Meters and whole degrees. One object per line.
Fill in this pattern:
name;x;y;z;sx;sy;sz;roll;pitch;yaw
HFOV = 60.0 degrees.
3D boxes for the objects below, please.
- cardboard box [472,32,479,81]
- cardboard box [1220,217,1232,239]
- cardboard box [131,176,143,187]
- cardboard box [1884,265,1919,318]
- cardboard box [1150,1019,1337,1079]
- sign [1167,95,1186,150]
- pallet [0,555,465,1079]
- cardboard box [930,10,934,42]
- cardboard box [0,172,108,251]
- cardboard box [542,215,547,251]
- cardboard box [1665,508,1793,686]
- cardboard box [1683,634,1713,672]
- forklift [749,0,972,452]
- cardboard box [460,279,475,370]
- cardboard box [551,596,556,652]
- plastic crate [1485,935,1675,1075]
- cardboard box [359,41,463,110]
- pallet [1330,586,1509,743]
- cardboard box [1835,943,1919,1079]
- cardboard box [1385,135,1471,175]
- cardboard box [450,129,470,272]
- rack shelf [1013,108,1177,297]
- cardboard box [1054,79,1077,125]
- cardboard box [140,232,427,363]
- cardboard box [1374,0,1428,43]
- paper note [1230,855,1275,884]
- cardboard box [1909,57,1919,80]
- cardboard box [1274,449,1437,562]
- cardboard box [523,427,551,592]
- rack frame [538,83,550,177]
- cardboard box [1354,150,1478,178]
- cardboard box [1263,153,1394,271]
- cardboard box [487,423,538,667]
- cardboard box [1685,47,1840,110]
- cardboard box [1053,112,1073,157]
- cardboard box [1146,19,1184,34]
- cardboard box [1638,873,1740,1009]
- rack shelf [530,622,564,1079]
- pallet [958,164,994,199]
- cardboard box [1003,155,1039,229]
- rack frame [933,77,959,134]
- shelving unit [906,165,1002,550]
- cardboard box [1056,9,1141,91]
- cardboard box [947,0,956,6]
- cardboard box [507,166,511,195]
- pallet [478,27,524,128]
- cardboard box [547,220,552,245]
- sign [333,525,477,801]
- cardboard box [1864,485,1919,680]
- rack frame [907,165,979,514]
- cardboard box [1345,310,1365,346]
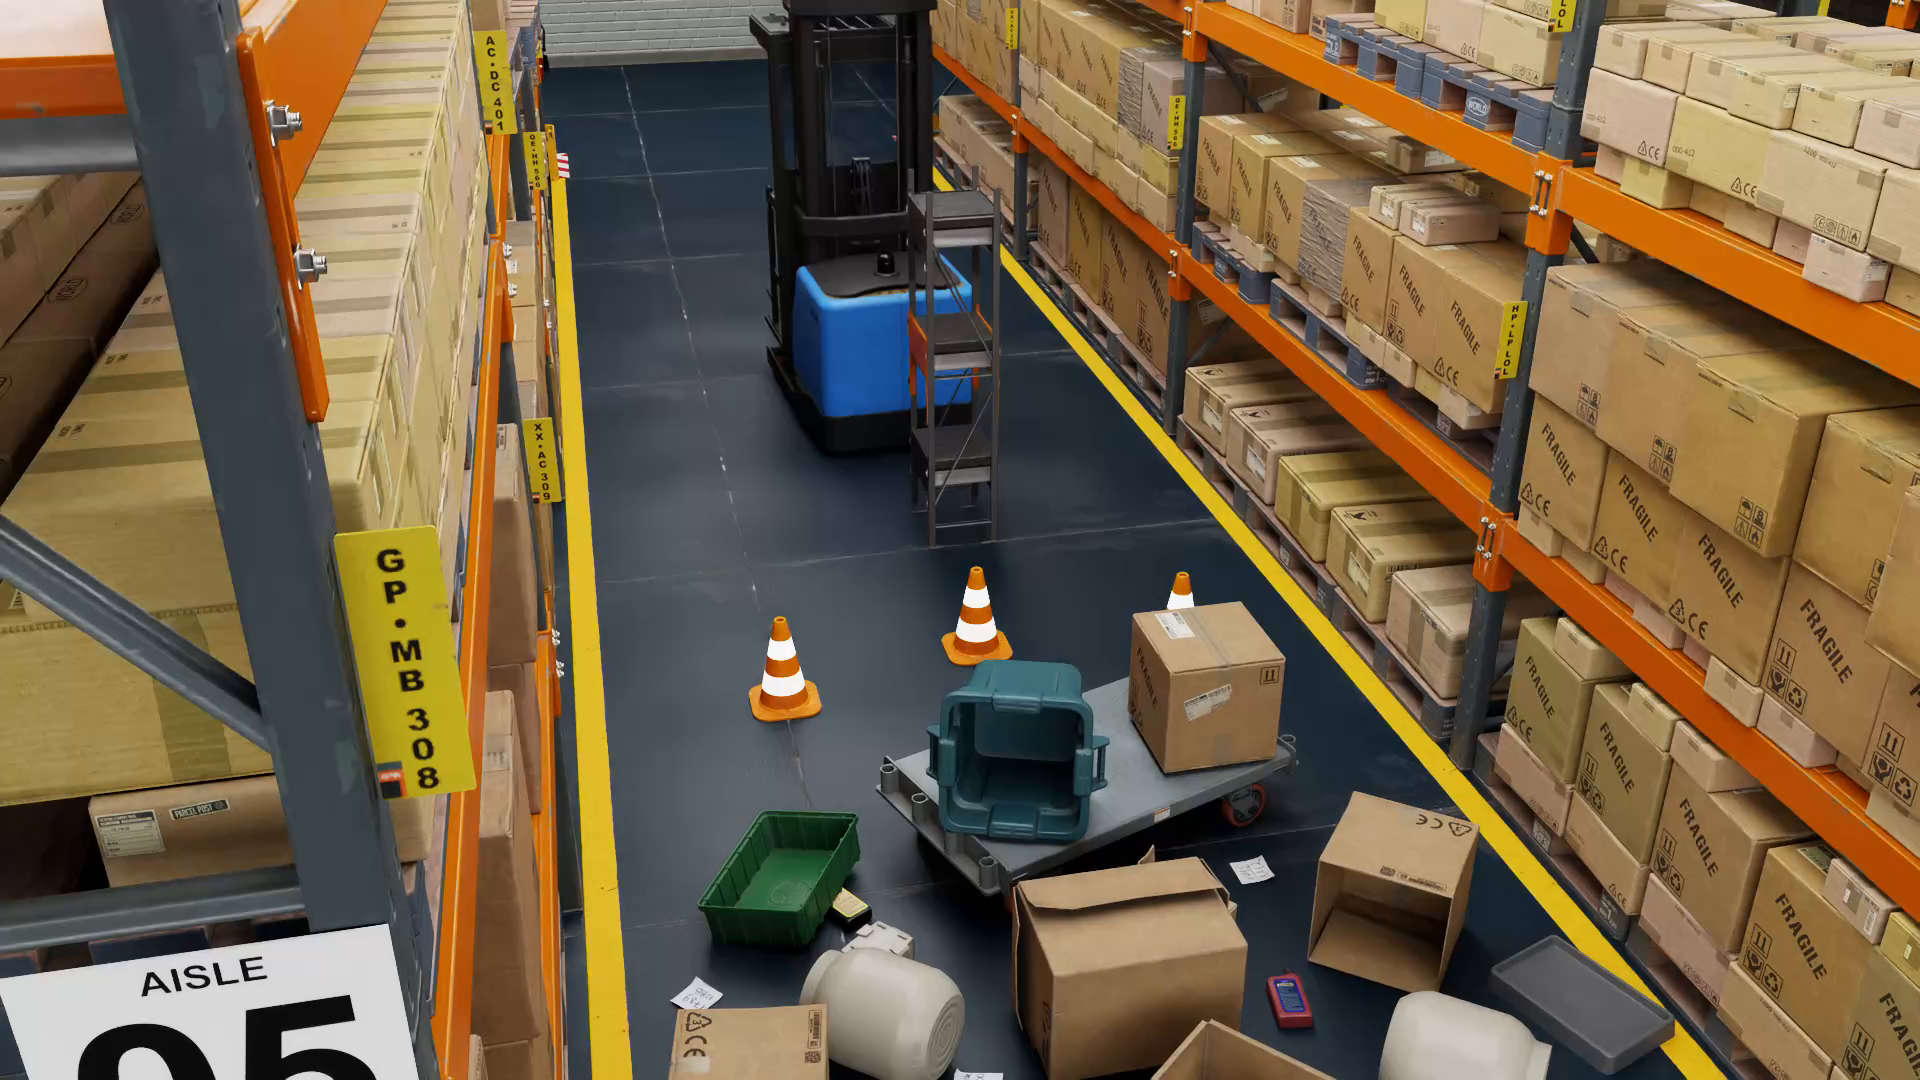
cardboard box;-2.092;-1.903;6.564;0.380;0.149;0.250;-6;27;-12
cardboard box;1.792;-1.891;9.981;0.380;0.149;0.250;-8;28;-15
cardboard box;-1.963;-0.753;3.844;0.500;0.250;0.500;-6;27;-12
cardboard box;2.949;-0.736;4.829;0.380;0.149;0.250;-6;27;-11
cardboard box;0.810;2.007;5.215;0.637;0.503;0.797;19;32;32
sign;1.329;-2.564;10.216;0.100;0.325;0.005;-6;27;-12
pallet;-1.305;0.330;2.537;1.003;0.211;1.213;-6;27;-12
cardboard box;-0.105;-5.422;17.052;0.500;0.500;0.500;-6;27;-12
cardboard box;-1.878;-0.644;3.185;0.380;0.149;0.250;-6;27;-11
cardboard box;-3.315;-2.192;12.240;0.500;0.250;0.500;-5;27;-9
cardboard box;2.834;0.135;5.713;0.500;0.500;0.500;-6;27;-12
cardboard box;2.838;0.379;5.949;0.380;0.149;0.250;-6;27;-12
forklift;-0.788;-2.519;11.489;1.130;2.935;3.031;-8;28;-15
cardboard box;-1.291;-0.464;3.713;0.380;0.149;0.250;-6;27;-12
cardboard box;-2.471;0.327;7.803;1.050;0.750;0.750;-6;27;-12
plastic crate;2.325;1.727;6.240;0.402;0.080;0.583;-16;31;-29
cardboard box;-1.468;-1.158;4.203;0.380;0.149;0.250;-5;27;-11
pallet;2.594;0.554;8.418;1.003;0.211;1.213;-6;27;-12
cardboard box;3.116;1.558;5.087;0.500;0.500;0.500;-5;27;-10
cardboard box;2.513;-2.070;8.895;0.380;0.149;0.250;-7;28;-14
cardboard box;-1.444;-0.807;3.951;0.500;0.250;0.500;-6;27;-12
rack shelf;1.418;-2.662;12.493;1.077;0.370;4.000;-6;27;-12
cardboard box;1.025;-3.345;12.661;0.500;0.250;0.500;-6;27;-11
cardboard box;-1.063;-0.373;2.649;0.380;0.149;0.250;-6;27;-11
cardboard box;2.275;-2.497;7.740;0.500;0.250;0.500;-6;27;-11
paper note;1.228;1.382;6.978;0.148;0.019;0.142;-6;27;-12
cardboard box;3.346;-1.485;5.428;0.380;0.149;0.250;-5;27;-10
cardboard box;2.326;-0.214;9.295;0.950;0.372;0.625;-5;27;-10
cardboard box;-1.886;-0.105;6.518;0.500;0.500;0.500;-6;27;-11
rack frame;-4.734;-5.070;16.466;1.000;3.000;0.127;-6;27;-12
cardboard box;2.484;-1.851;9.182;0.500;0.500;0.500;-8;28;-15
cardboard box;1.996;-1.788;9.057;0.500;0.500;0.500;-5;27;-11
cardboard box;-1.743;0.044;4.969;0.875;0.550;0.550;-6;27;-12
cardboard box;2.661;-1.533;5.522;0.380;0.149;0.250;-7;28;-13
cardboard box;1.028;-3.121;12.770;0.500;0.250;0.500;-6;27;-12
cardboard box;1.663;-3.505;12.144;0.500;0.500;0.500;-6;27;-11
cardboard box;2.894;1.443;6.147;0.500;0.250;0.500;-6;27;-12
rack shelf;-1.579;1.397;4.452;1.077;0.370;4.000;-6;27;-12
pallet;0.594;-3.495;16.440;1.003;0.211;1.213;-6;27;-12
cardboard box;0.931;-3.191;15.121;0.875;0.438;0.875;-6;27;-12
rack frame;0.066;-5.617;17.550;1.000;3.000;0.127;-6;27;-12
shelving unit;-0.037;-1.010;9.421;0.431;2.100;0.503;-6;27;-12
cardboard box;1.039;-3.689;12.509;0.500;0.500;0.500;-7;28;-13
cardboard box;0.144;-5.417;15.933;0.500;0.500;0.500;-6;27;-12
cardboard box;-2.847;-2.124;9.781;0.380;0.149;0.250;-6;27;-12
pallet;-2.479;-2.045;7.353;1.003;0.211;1.213;-5;27;-9
cardboard box;-3.602;-2.553;13.848;0.380;0.149;0.250;-5;27;-9
sign;-0.586;0.136;1.766;0.100;0.325;0.005;-6;27;-12
cardboard box;3.022;0.145;4.584;0.700;0.500;0.500;-6;27;-12
rack frame;-0.092;-1.117;9.633;0.400;2.100;0.015;-6;27;-12
cardboard box;2.170;-1.072;8.357;0.380;0.149;0.250;-6;27;-12
